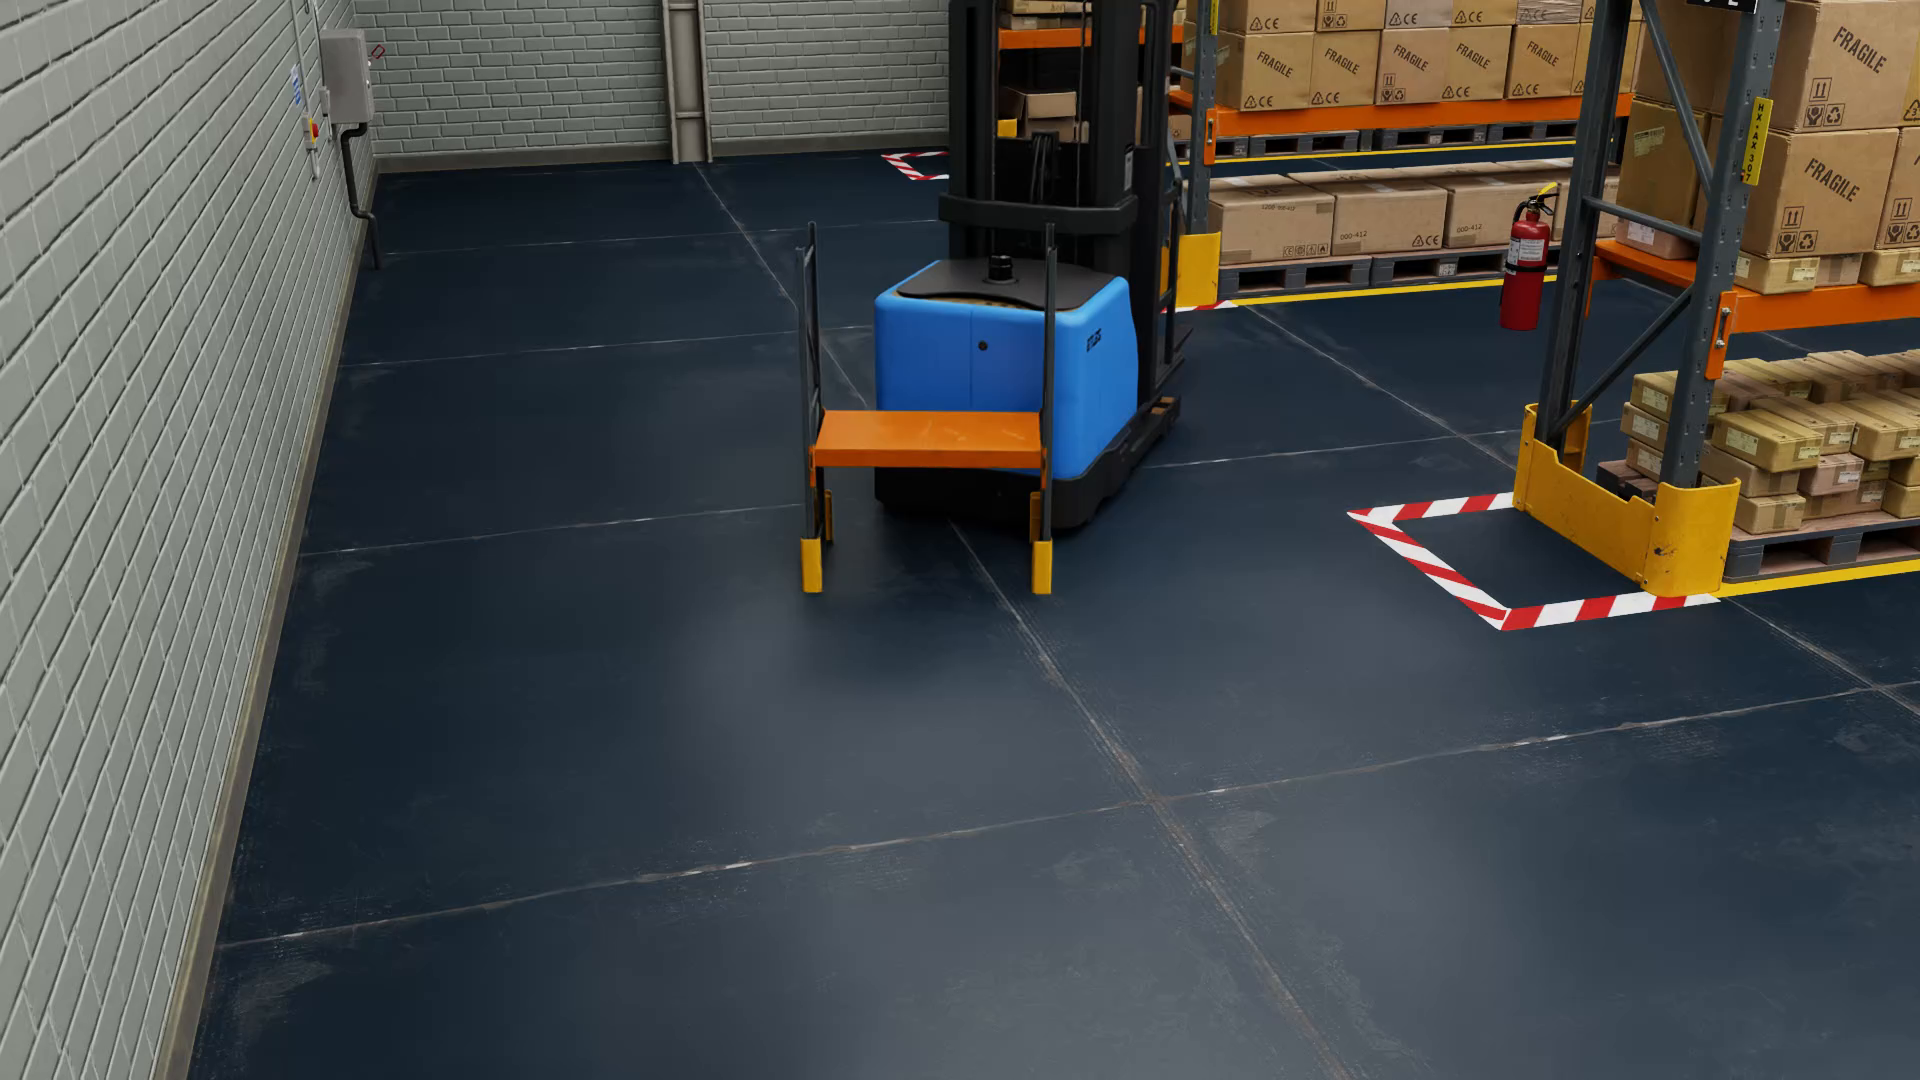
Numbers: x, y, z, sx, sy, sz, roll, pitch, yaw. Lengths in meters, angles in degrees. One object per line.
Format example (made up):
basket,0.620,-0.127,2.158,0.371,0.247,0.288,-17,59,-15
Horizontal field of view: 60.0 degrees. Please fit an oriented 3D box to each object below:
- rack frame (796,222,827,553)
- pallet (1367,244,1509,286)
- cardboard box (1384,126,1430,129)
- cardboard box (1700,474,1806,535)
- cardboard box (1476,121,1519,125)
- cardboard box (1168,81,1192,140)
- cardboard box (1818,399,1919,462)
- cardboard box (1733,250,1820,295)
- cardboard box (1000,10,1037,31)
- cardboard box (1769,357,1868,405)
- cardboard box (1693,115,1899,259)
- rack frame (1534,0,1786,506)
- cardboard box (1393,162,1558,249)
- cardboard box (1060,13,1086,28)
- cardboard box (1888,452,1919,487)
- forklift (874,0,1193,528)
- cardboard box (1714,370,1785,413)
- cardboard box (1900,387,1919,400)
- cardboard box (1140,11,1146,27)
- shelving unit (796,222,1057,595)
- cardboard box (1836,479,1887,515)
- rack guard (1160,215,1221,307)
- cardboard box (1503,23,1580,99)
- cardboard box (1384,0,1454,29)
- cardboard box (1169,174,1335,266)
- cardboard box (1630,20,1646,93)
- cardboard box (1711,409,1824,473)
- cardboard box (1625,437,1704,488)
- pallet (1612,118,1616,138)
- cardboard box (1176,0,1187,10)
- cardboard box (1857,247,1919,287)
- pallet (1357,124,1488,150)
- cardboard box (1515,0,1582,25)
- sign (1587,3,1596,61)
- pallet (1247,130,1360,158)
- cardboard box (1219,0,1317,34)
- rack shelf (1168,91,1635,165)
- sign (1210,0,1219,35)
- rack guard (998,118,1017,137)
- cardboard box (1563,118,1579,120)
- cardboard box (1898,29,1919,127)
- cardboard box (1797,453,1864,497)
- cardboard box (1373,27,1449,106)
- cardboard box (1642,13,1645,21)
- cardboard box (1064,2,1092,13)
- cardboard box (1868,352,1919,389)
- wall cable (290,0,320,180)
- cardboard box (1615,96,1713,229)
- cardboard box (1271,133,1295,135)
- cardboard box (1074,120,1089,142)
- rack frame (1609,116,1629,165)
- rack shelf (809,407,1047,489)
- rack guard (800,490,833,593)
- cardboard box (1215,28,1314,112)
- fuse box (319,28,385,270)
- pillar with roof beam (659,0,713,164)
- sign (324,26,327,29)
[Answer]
rack frame,-0.638,-0.574,7.186,0.032,1.500,0.500,1,23,1
pallet,3.427,-2.185,12.574,1.213,0.211,1.003,-6,24,-14
cardboard box,4.539,-4.543,17.172,0.500,0.500,0.500,-5,24,-12
cardboard box,3.531,-0.171,7.428,0.250,0.149,0.380,-6,24,-13
cardboard box,5.531,-4.655,17.433,0.500,0.500,0.500,-7,24,-16
cardboard box,2.146,-4.275,16.546,0.500,0.500,0.500,-6,24,-13
cardboard box,4.047,-0.491,7.418,0.250,0.149,0.380,-6,24,-15
cardboard box,3.341,-1.149,6.942,0.250,0.149,0.380,-7,24,-15
cardboard box,0.552,-4.922,15.736,0.250,0.149,0.380,-6,24,-15
cardboard box,4.120,-0.747,8.016,0.250,0.149,0.380,-7,24,-16
cardboard box,3.447,-1.480,6.891,0.500,0.500,0.500,-5,24,-12
rack frame,2.940,-1.354,7.102,0.127,3.000,1.000,-6,24,-14
cardboard box,3.862,-2.543,12.589,0.875,0.438,0.875,-7,24,-16
cardboard box,1.028,-5.008,15.936,0.250,0.149,0.380,-7,24,-15
cardboard box,4.281,-0.386,7.550,0.250,0.149,0.380,-6,24,-13
forklift,0.584,-1.954,8.587,1.130,2.935,3.031,8,25,19
cardboard box,3.639,-0.668,7.831,0.250,0.149,0.380,-6,24,-13
cardboard box,4.533,-0.574,7.613,0.250,0.149,0.380,-5,24,-12
cardboard box,1.806,-5.041,16.012,0.250,0.149,0.380,-7,24,-16
shelving unit,-0.139,-0.570,7.176,1.083,1.500,0.587,1,23,1
cardboard box,3.998,-0.259,7.633,0.250,0.149,0.380,-6,24,-14
rack guard,1.483,-2.072,11.944,0.348,0.500,1.175,-6,24,-14
cardboard box,4.006,-3.432,11.818,0.500,0.500,0.500,-7,24,-15
cardboard box,3.034,-3.787,11.376,0.500,0.500,0.500,-6,24,-15
cardboard box,2.114,-2.347,12.132,0.875,0.438,0.875,-7,24,-16
cardboard box,4.980,-3.548,12.089,0.500,0.500,0.500,-6,24,-14
cardboard box,3.537,-0.437,7.294,0.250,0.149,0.380,-7,24,-17
cardboard box,3.391,-0.372,7.897,0.250,0.149,0.380,-6,24,-13
pallet,7.135,-4.612,18.232,1.213,0.211,1.003,-6,24,-14
cardboard box,2.130,-5.292,16.093,0.500,0.250,0.500,-7,24,-16
cardboard box,3.848,-1.200,7.061,0.250,0.149,0.380,-7,24,-16
pallet,4.786,-4.352,17.626,1.213,0.211,1.003,-6,24,-14
cardboard box,3.999,-3.890,11.618,0.500,0.500,0.500,-6,24,-14
sign,2.810,-2.244,7.308,0.005,0.325,0.100,-6,24,-14
pallet,3.351,-4.179,17.221,1.213,0.211,1.003,-6,24,-14
cardboard box,2.045,-3.671,11.107,0.500,0.500,0.500,-7,24,-16
rack shelf,3.432,-3.105,12.095,4.000,0.370,1.077,-6,24,-14
sign,1.650,-3.446,10.778,0.005,0.325,0.100,-6,24,-14
rack guard,0.235,-3.966,16.360,0.348,0.500,1.175,-6,24,-14
cardboard box,6.527,-4.771,17.701,0.500,0.500,0.500,-5,24,-12
cardboard box,3.928,-2.000,6.834,0.500,0.500,0.500,-6,24,-13
cardboard box,3.793,-0.340,7.444,0.250,0.149,0.380,-6,24,-15
cardboard box,3.020,-3.323,11.563,0.500,0.500,0.500,-6,24,-15
cardboard box,4.977,-3.999,11.871,0.500,0.500,0.500,-7,24,-15
cardboard box,1.156,-5.175,15.818,0.500,0.250,0.500,-6,24,-14
cardboard box,4.648,-0.783,8.100,0.250,0.149,0.380,-7,24,-16
wall cable,-3.917,-3.095,9.830,0.123,1.953,0.585,-6,24,-14
cardboard box,3.303,-1.682,7.363,0.500,0.500,0.500,-6,24,-13
cardboard box,3.212,-4.261,16.810,0.258,0.266,0.396,-5,24,-12
cardboard box,1.196,-4.049,16.466,0.250,0.149,0.380,-7,24,-16
rack frame,5.357,-3.649,12.450,0.127,3.000,1.000,-6,24,-14
rack shelf,-0.130,-0.405,7.247,1.000,0.185,0.538,1,23,1
rack guard,-0.637,0.000,7.433,0.087,0.250,0.587,1,23,1
cardboard box,2.046,-3.211,11.302,0.500,0.500,0.500,-7,24,-15
fuse box,-4.344,-2.834,12.185,0.414,1.711,0.539,-6,24,-14
pillar with roof beam,-1.515,-6.284,10.984,0.400,9.000,9.100,-6,24,-14
sign,-4.677,-3.548,12.336,0.001,0.494,0.329,-6,24,-14
